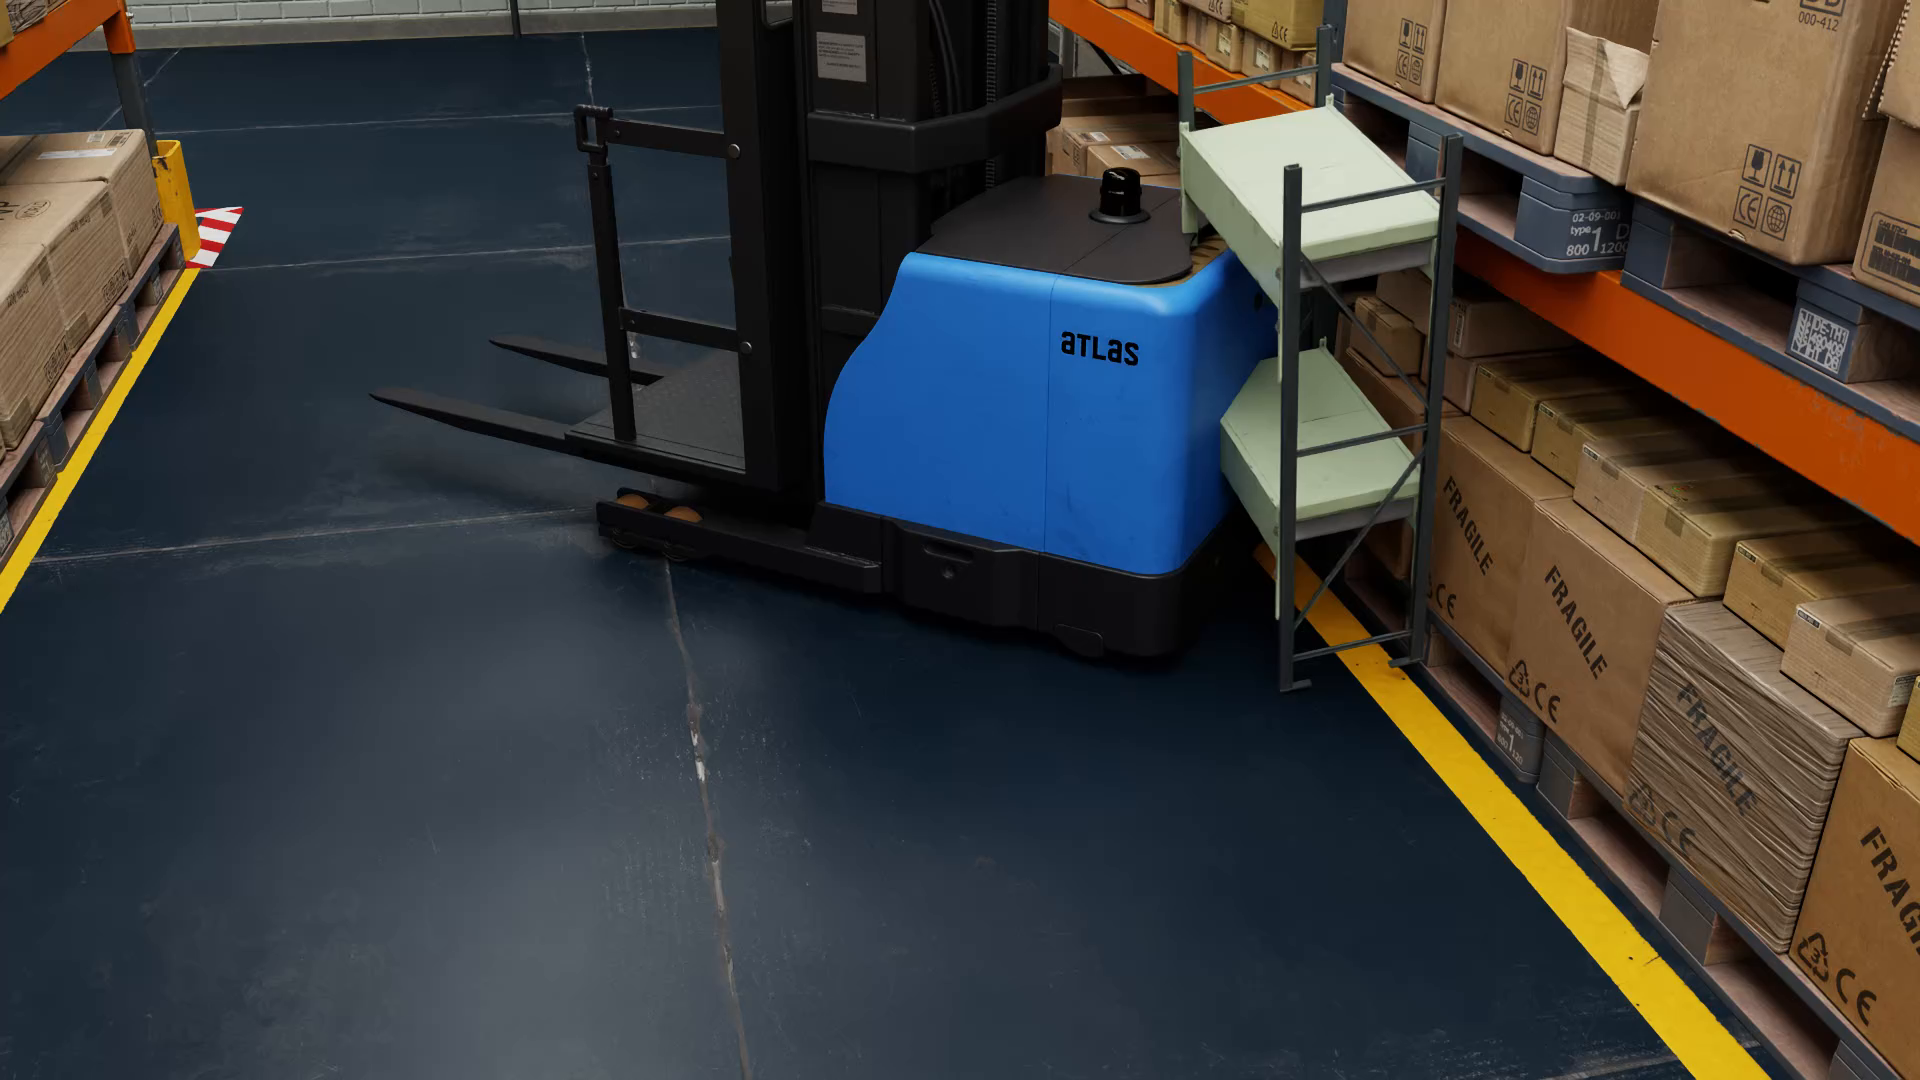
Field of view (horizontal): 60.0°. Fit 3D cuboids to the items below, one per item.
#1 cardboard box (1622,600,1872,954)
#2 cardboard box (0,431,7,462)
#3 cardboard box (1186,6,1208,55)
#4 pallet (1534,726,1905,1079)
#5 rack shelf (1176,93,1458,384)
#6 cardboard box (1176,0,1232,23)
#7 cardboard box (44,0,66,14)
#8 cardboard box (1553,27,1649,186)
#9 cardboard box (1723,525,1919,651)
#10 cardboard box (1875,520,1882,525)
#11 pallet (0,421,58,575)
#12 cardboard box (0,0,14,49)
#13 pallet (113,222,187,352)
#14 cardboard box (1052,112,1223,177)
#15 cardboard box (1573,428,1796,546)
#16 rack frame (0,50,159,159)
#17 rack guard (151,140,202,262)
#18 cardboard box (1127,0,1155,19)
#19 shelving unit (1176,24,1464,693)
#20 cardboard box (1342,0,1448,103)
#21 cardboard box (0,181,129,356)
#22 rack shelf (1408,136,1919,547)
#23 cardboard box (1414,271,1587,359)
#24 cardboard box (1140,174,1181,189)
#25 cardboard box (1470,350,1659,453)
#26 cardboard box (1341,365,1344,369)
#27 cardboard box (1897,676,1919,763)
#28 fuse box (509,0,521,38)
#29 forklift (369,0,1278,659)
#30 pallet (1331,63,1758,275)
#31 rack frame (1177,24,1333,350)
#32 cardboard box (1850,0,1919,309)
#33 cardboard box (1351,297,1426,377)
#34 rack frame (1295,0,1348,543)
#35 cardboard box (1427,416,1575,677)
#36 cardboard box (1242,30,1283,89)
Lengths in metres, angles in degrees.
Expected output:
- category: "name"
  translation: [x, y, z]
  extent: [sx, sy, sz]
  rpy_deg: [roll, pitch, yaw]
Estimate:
- category: "cardboard box"
  translation: [1.745, 0.440, 3.358]
  extent: [0.500, 0.500, 0.500]
  rpy_deg: [-7, 28, -13]
- category: "cardboard box"
  translation: [-3.366, -0.229, 4.752]
  extent: [0.875, 0.438, 0.875]
  rpy_deg: [-6, 27, -12]
- category: "cardboard box"
  translation: [0.994, -1.748, 5.664]
  extent: [0.380, 0.149, 0.250]
  rpy_deg: [-5, 27, -10]
- category: "pallet"
  translation: [2.005, 0.730, 3.569]
  extent: [1.003, 0.211, 1.213]
  rpy_deg: [-6, 27, -12]
- category: "rack shelf"
  translation: [0.851, -0.756, 4.075]
  extent: [0.431, 0.370, 0.720]
  rpy_deg: [-12, 37, -6]
- category: "cardboard box"
  translation: [1.027, -1.888, 5.497]
  extent: [0.500, 0.250, 0.500]
  rpy_deg: [-6, 27, -11]
- category: "cardboard box"
  translation: [-3.765, -2.293, 6.353]
  extent: [0.500, 0.500, 0.500]
  rpy_deg: [-7, 28, -13]
- category: "cardboard box"
  translation: [1.446, -0.883, 3.354]
  extent: [0.396, 0.266, 0.258]
  rpy_deg: [-5, 27, -9]
- category: "cardboard box"
  translation: [1.773, 0.101, 3.309]
  extent: [0.380, 0.149, 0.250]
  rpy_deg: [-6, 27, -11]
- category: "cardboard box"
  translation: [2.204, -0.069, 3.647]
  extent: [0.380, 0.149, 0.250]
  rpy_deg: [-6, 27, -11]
- category: "pallet"
  translation: [-3.424, 0.004, 5.007]
  extent: [1.003, 0.211, 1.213]
  rpy_deg: [-6, 27, -12]
- category: "cardboard box"
  translation: [-3.511, -1.843, 5.461]
  extent: [0.500, 0.500, 0.500]
  rpy_deg: [-5, 27, -10]
- category: "pallet"
  translation: [-3.974, -1.067, 7.130]
  extent: [1.003, 0.211, 1.213]
  rpy_deg: [-6, 27, -12]
- category: "cardboard box"
  translation: [0.805, -1.575, 7.349]
  extent: [0.700, 0.500, 0.500]
  rpy_deg: [-5, 27, -9]
- category: "cardboard box"
  translation: [1.630, -0.123, 3.754]
  extent: [0.380, 0.149, 0.250]
  rpy_deg: [-6, 27, -12]
- category: "rack frame"
  translation: [-4.230, -2.655, 7.181]
  extent: [1.000, 3.000, 0.127]
  rpy_deg: [-6, 27, -12]
- category: "rack guard"
  translation: [-4.235, -1.549, 7.765]
  extent: [1.175, 0.500, 0.348]
  rpy_deg: [-6, 27, -12]
- category: "cardboard box"
  translation: [0.858, -2.086, 6.333]
  extent: [0.380, 0.149, 0.250]
  rpy_deg: [-6, 27, -12]
- category: "shelving unit"
  translation: [0.892, -0.444, 4.307]
  extent: [0.431, 1.500, 0.755]
  rpy_deg: [-12, 37, -6]
- category: "cardboard box"
  translation: [1.398, -1.402, 4.121]
  extent: [0.700, 0.500, 0.500]
  rpy_deg: [-5, 27, -10]
- category: "cardboard box"
  translation: [-3.769, -1.018, 6.315]
  extent: [0.875, 0.438, 0.875]
  rpy_deg: [-5, 27, -10]
- category: "rack shelf"
  translation: [1.957, -0.205, 3.126]
  extent: [1.077, 0.370, 4.000]
  rpy_deg: [-6, 27, -12]
- category: "cardboard box"
  translation: [1.433, -0.605, 4.377]
  extent: [0.380, 0.149, 0.250]
  rpy_deg: [-7, 28, -14]
- category: "cardboard box"
  translation: [1.039, -1.119, 6.446]
  extent: [0.700, 0.500, 0.500]
  rpy_deg: [-7, 28, -14]
- category: "cardboard box"
  translation: [1.535, -0.356, 4.214]
  extent: [0.380, 0.149, 0.250]
  rpy_deg: [-7, 28, -14]
- category: "cardboard box"
  translation: [1.095, -0.534, 5.677]
  extent: [0.380, 0.149, 0.250]
  rpy_deg: [-7, 28, -13]
- category: "cardboard box"
  translation: [1.870, 0.333, 2.850]
  extent: [0.380, 0.149, 0.250]
  rpy_deg: [-6, 27, -12]
- category: "fuse box"
  translation: [-3.444, -4.702, 12.667]
  extent: [0.539, 1.711, 0.414]
  rpy_deg: [-6, 27, -12]
- category: "forklift"
  translation: [-0.554, -1.438, 4.846]
  extent: [3.031, 2.935, 1.130]
  rpy_deg: [13, 30, 24]
- category: "pallet"
  translation: [1.580, -0.957, 4.030]
  extent: [1.003, 0.211, 1.213]
  rpy_deg: [-6, 27, -12]
- category: "rack frame"
  translation: [0.816, -0.652, 4.599]
  extent: [0.400, 1.500, 0.023]
  rpy_deg: [-12, 37, -6]
- category: "cardboard box"
  translation: [1.860, -0.580, 2.489]
  extent: [0.797, 0.503, 0.637]
  rpy_deg: [-7, 28, -13]
- category: "cardboard box"
  translation: [1.328, -0.581, 4.661]
  extent: [0.380, 0.149, 0.250]
  rpy_deg: [-5, 27, -9]
- category: "rack frame"
  translation: [1.506, -1.405, 4.704]
  extent: [1.000, 3.000, 0.127]
  rpy_deg: [-6, 27, -12]
- category: "cardboard box"
  translation: [1.526, -0.008, 4.245]
  extent: [0.500, 0.500, 0.500]
  rpy_deg: [-6, 27, -12]
- category: "cardboard box"
  translation: [1.109, -1.519, 5.209]
  extent: [0.380, 0.149, 0.250]
  rpy_deg: [-5, 27, -10]
